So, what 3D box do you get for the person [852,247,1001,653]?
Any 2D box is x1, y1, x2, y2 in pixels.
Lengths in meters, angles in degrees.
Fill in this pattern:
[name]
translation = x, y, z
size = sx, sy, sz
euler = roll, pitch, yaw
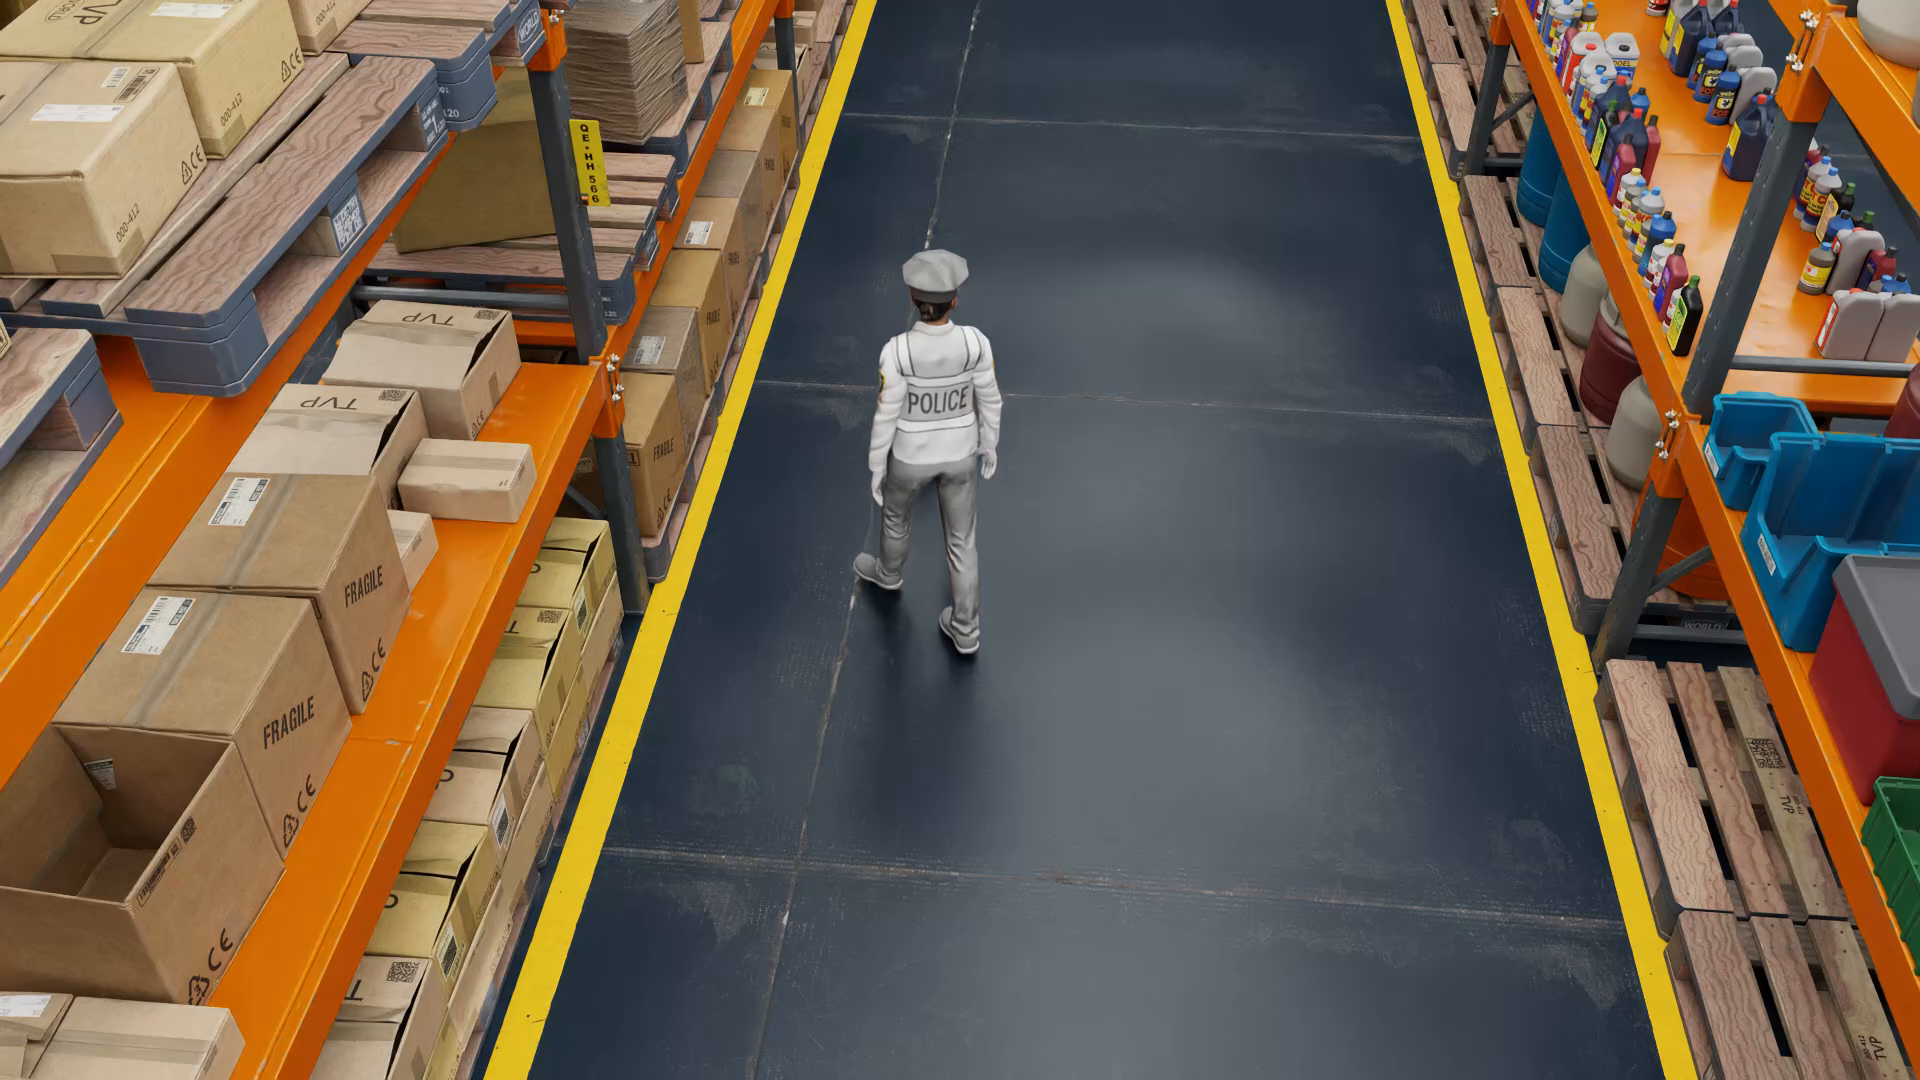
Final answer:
[person]
translation = -0.123, -0.372, 6.584
size = 0.558, 1.635, 0.791
euler = -9, 41, -10
